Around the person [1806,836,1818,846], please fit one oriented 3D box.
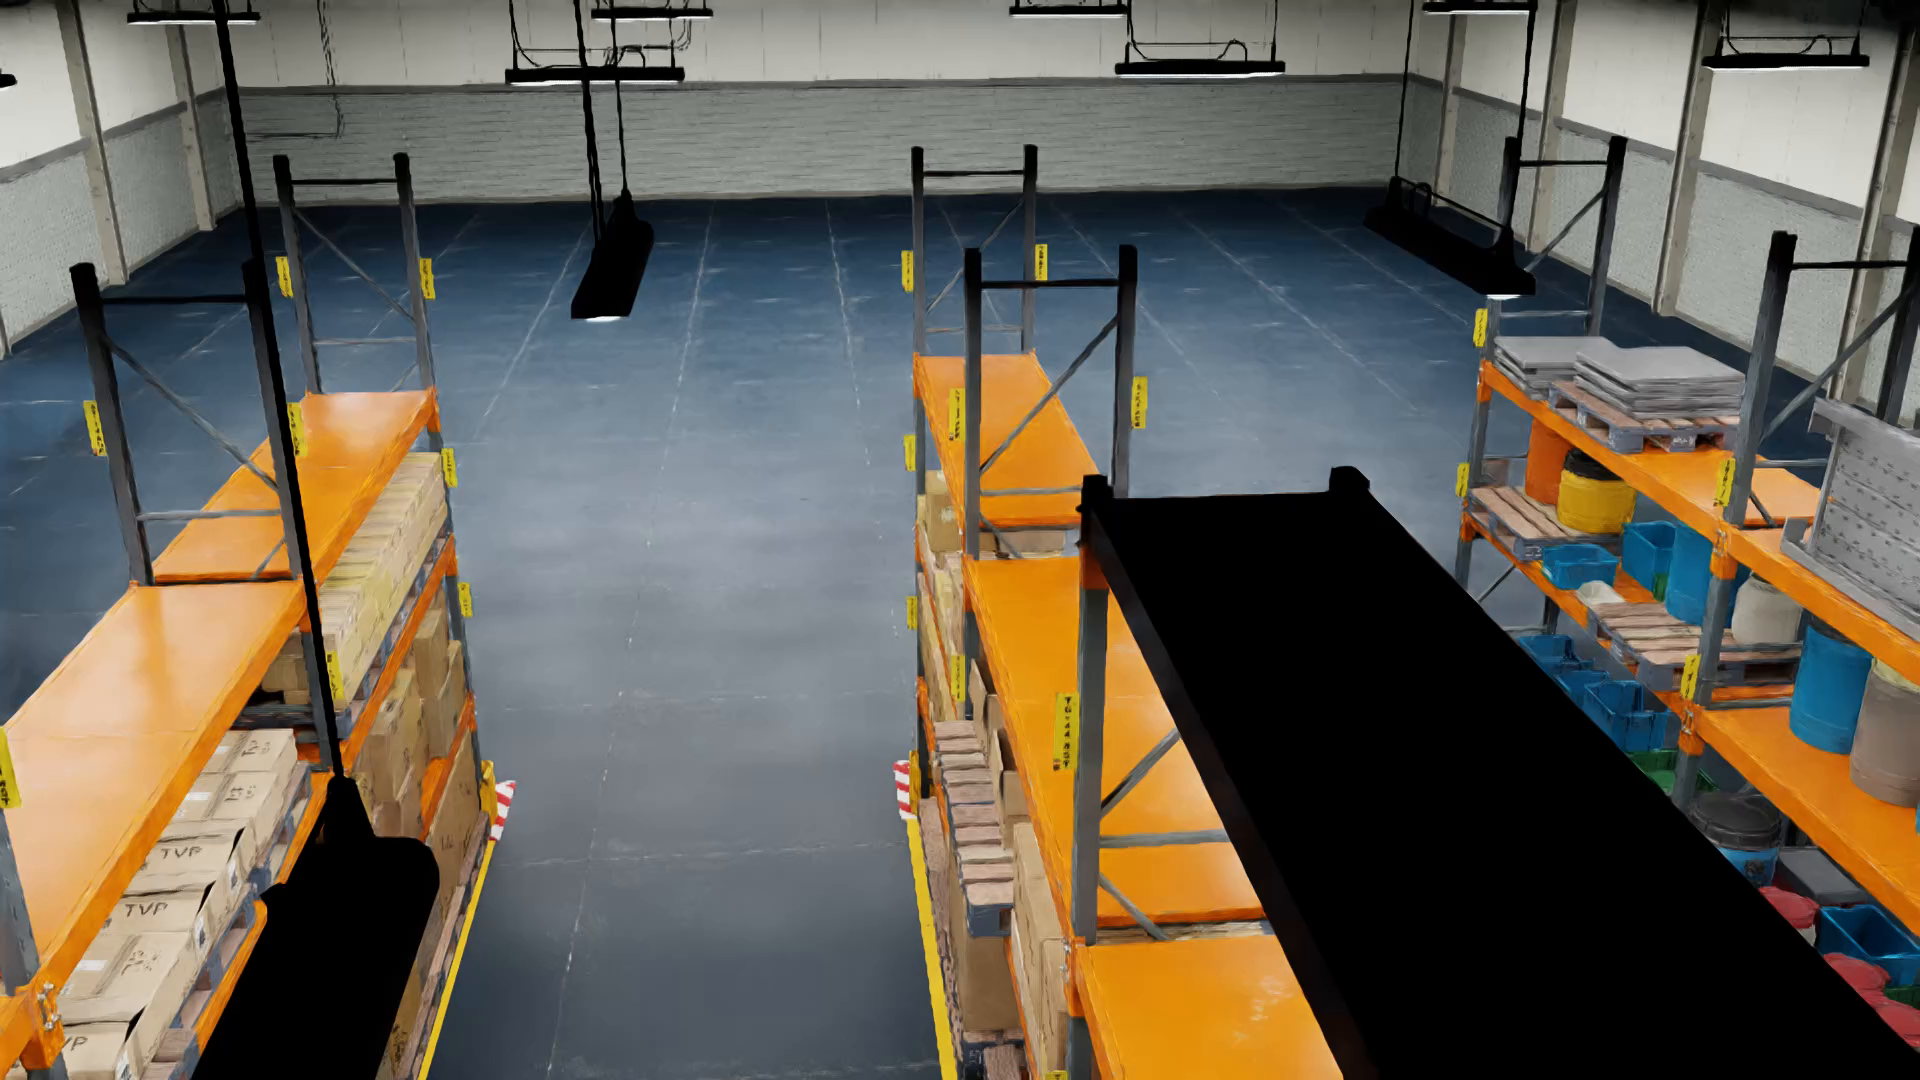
[{"bbox_3d":[6.990,2.395,13.392,0.446,1.588,1.110,-1,22,-4],"label":"person"}]
